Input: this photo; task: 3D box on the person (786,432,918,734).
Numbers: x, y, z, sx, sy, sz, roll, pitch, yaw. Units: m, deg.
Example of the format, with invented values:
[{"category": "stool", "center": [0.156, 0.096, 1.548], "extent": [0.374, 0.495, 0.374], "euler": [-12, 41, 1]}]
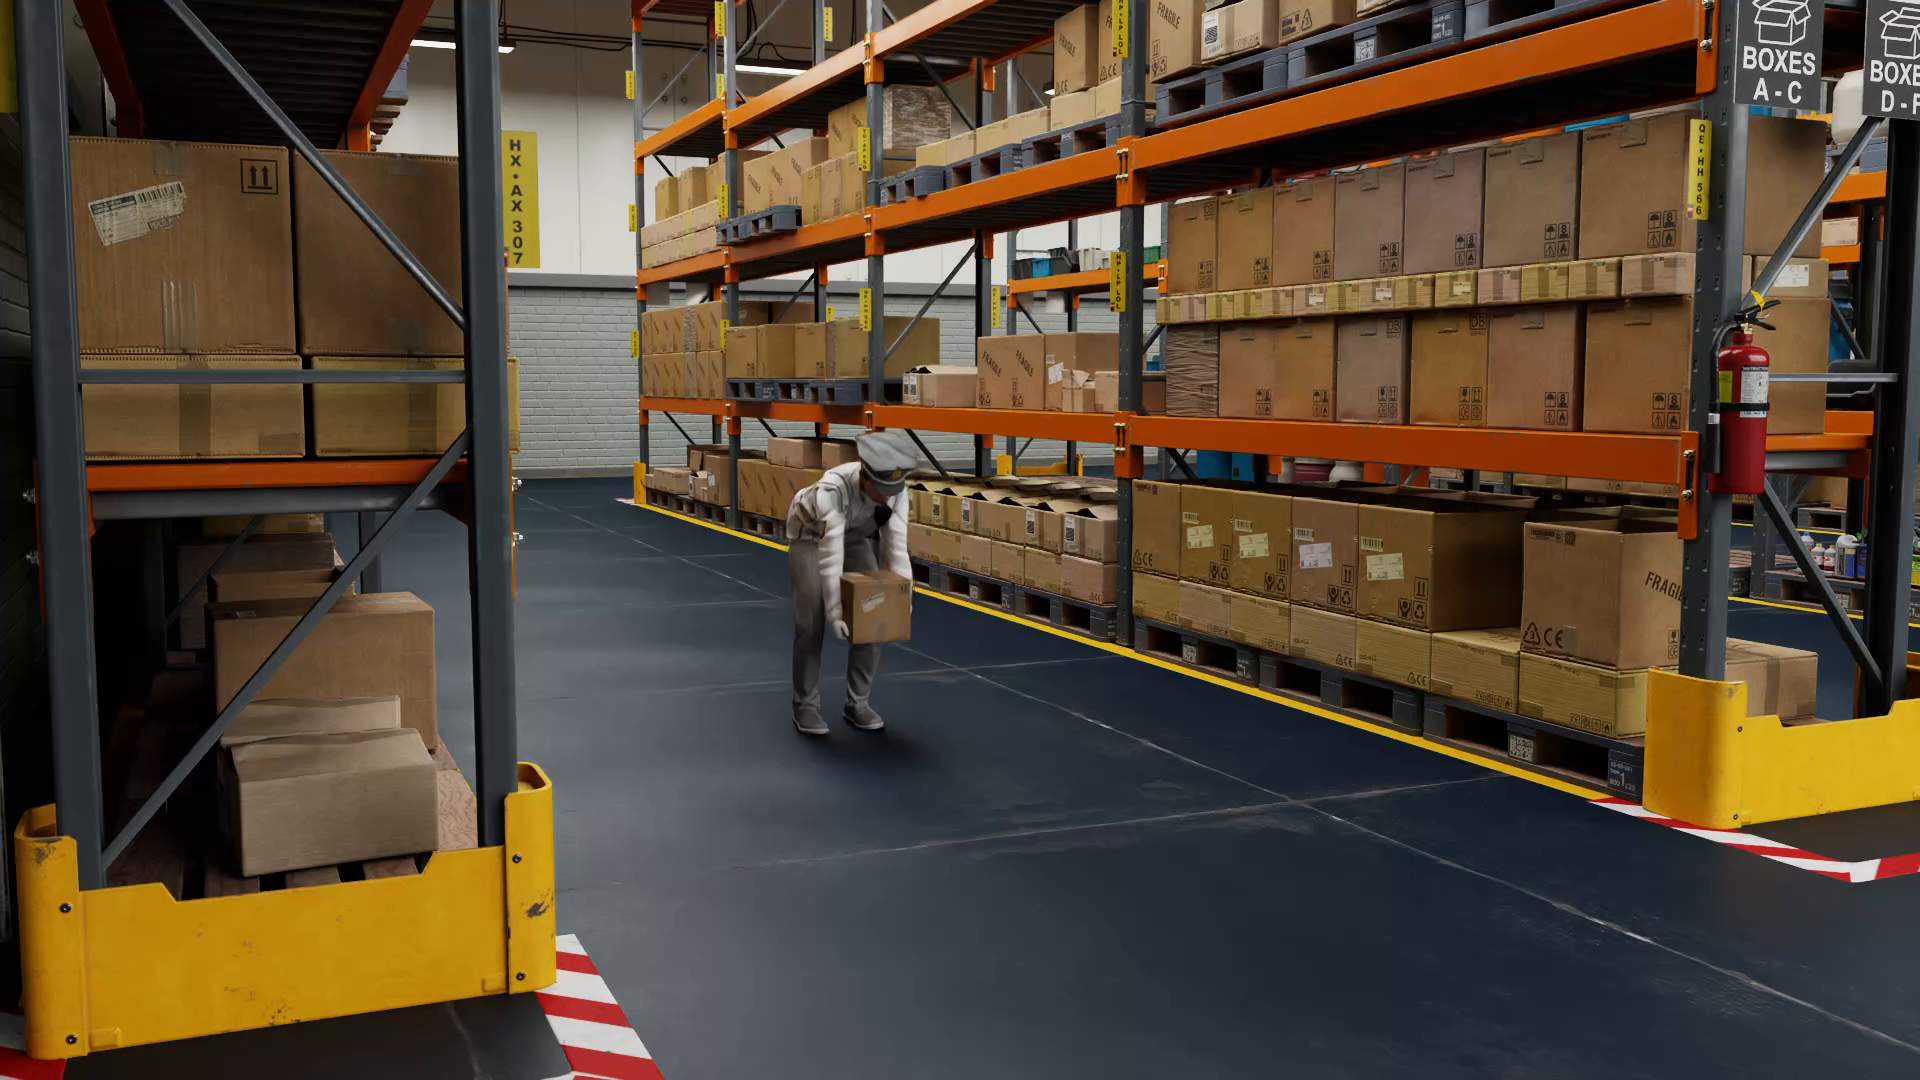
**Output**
[{"category": "person", "center": [-0.445, 0.190, 6.980], "extent": [0.424, 1.295, 0.879], "euler": [-3, 6, -26]}]
